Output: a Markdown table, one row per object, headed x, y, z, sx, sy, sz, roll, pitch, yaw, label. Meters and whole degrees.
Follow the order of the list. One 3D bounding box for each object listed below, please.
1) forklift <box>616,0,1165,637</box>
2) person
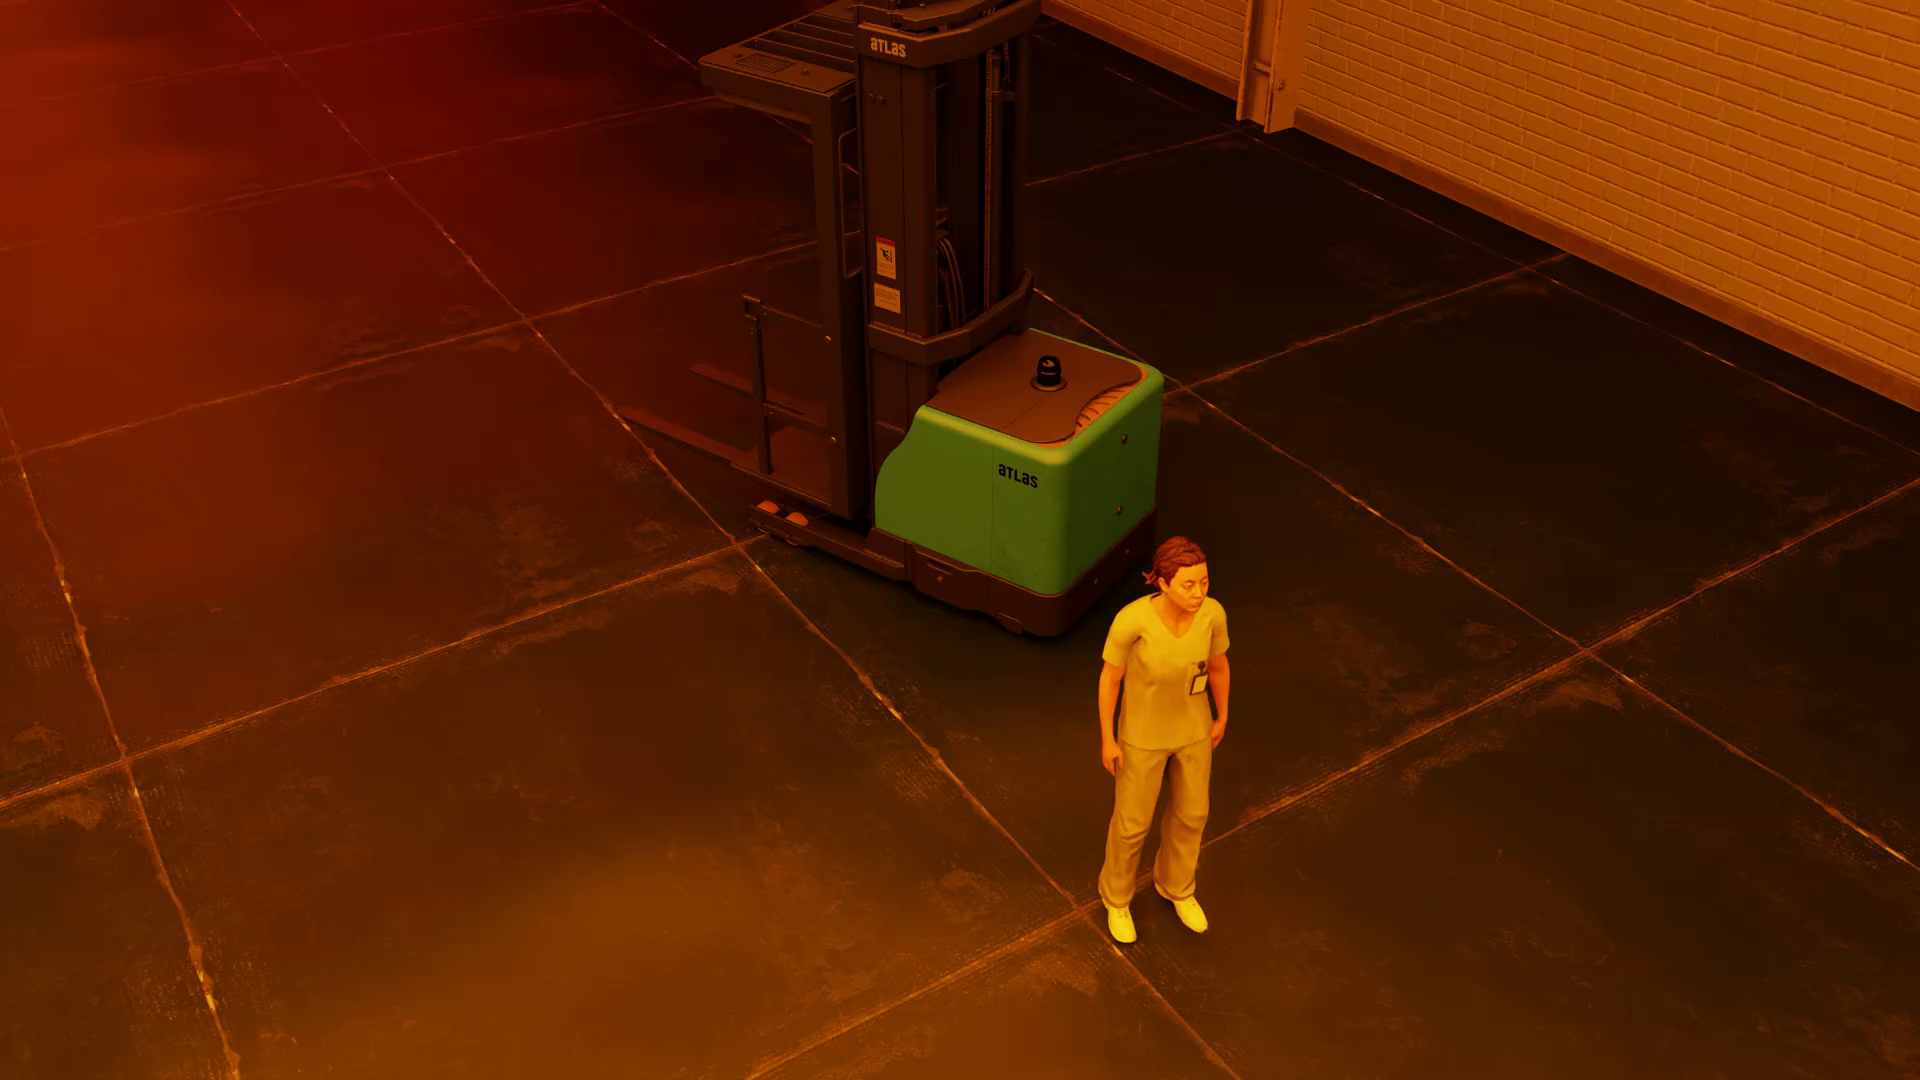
| x | y | z | sx | sy | sz | roll | pitch | yaw | label |
| --- | --- | --- | --- | --- | --- | --- | --- | --- | --- |
| -0.500 | -1.399 | 8.138 | 3.031 | 2.935 | 1.130 | 22 | 41 | 28 | forklift |
| 0.771 | 0.747 | 6.191 | 0.523 | 1.688 | 0.474 | -9 | 36 | -13 | person |
